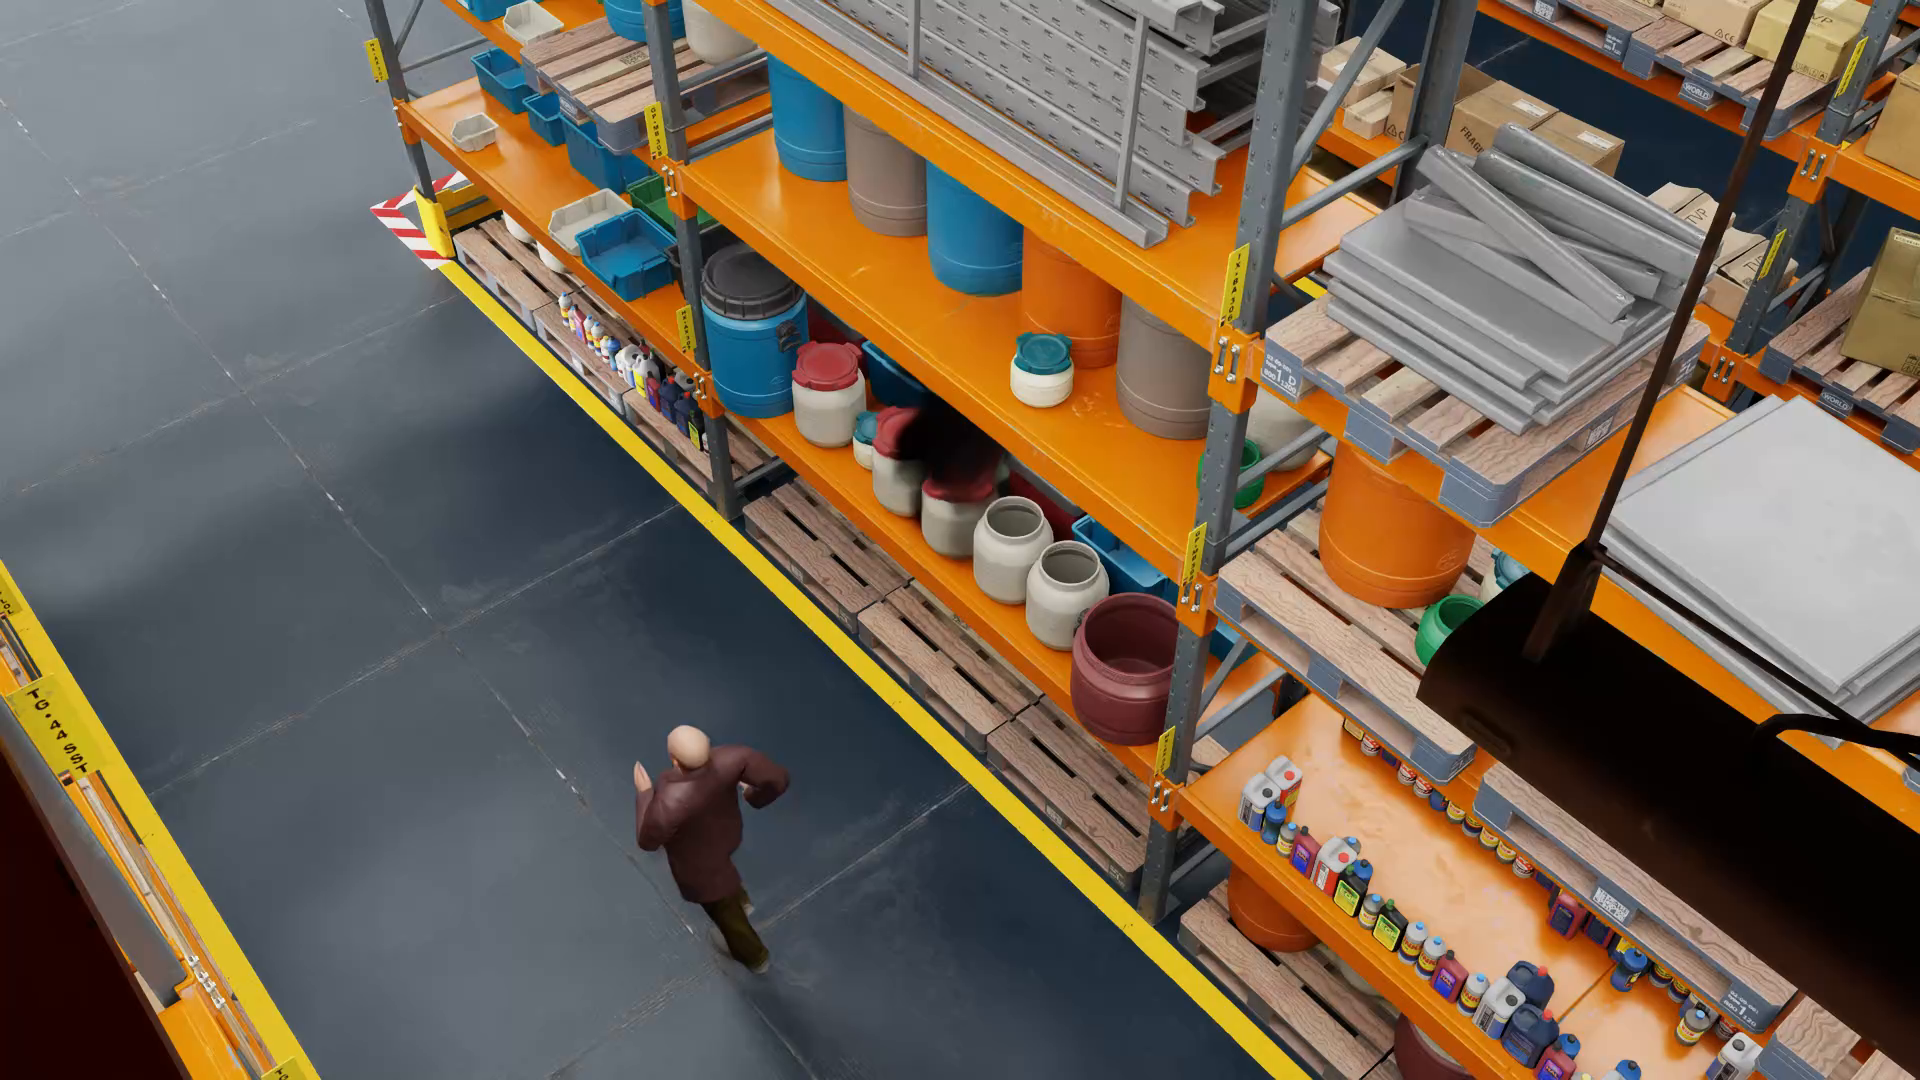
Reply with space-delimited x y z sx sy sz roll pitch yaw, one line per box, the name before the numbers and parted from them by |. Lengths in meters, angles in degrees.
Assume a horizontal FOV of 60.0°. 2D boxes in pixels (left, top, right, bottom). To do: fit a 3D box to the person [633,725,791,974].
person | -1.244 1.439 8.025 0.739 1.837 0.683 29 53 25
